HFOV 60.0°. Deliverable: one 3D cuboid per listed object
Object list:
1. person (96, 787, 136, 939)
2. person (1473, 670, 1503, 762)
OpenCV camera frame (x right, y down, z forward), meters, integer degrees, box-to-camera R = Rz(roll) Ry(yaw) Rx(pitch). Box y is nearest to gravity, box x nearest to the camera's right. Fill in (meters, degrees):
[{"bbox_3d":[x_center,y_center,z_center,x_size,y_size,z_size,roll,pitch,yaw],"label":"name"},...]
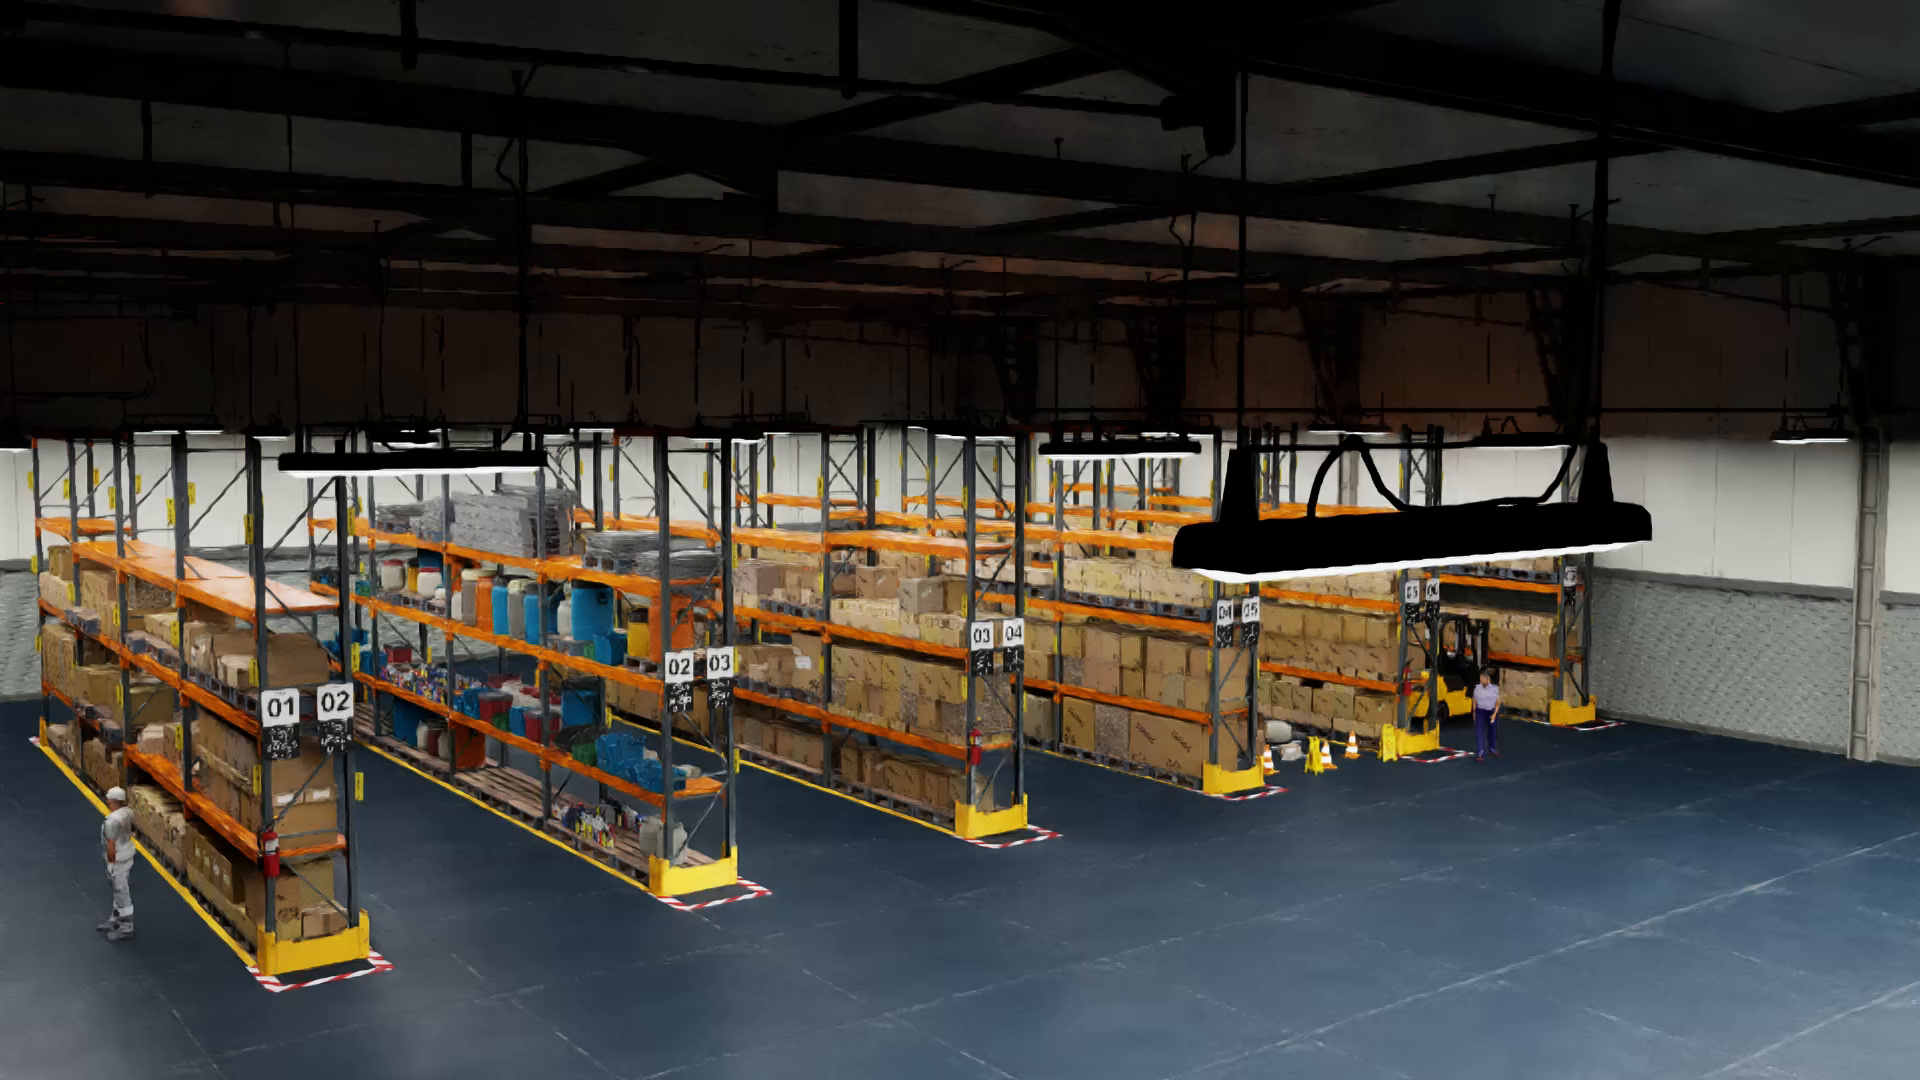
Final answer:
[{"bbox_3d":[-10.174,3.852,19.977,0.491,1.786,0.606,0,4,-6],"label":"person"},{"bbox_3d":[9.536,3.252,30.075,0.518,1.446,0.688,2,5,25],"label":"person"}]
